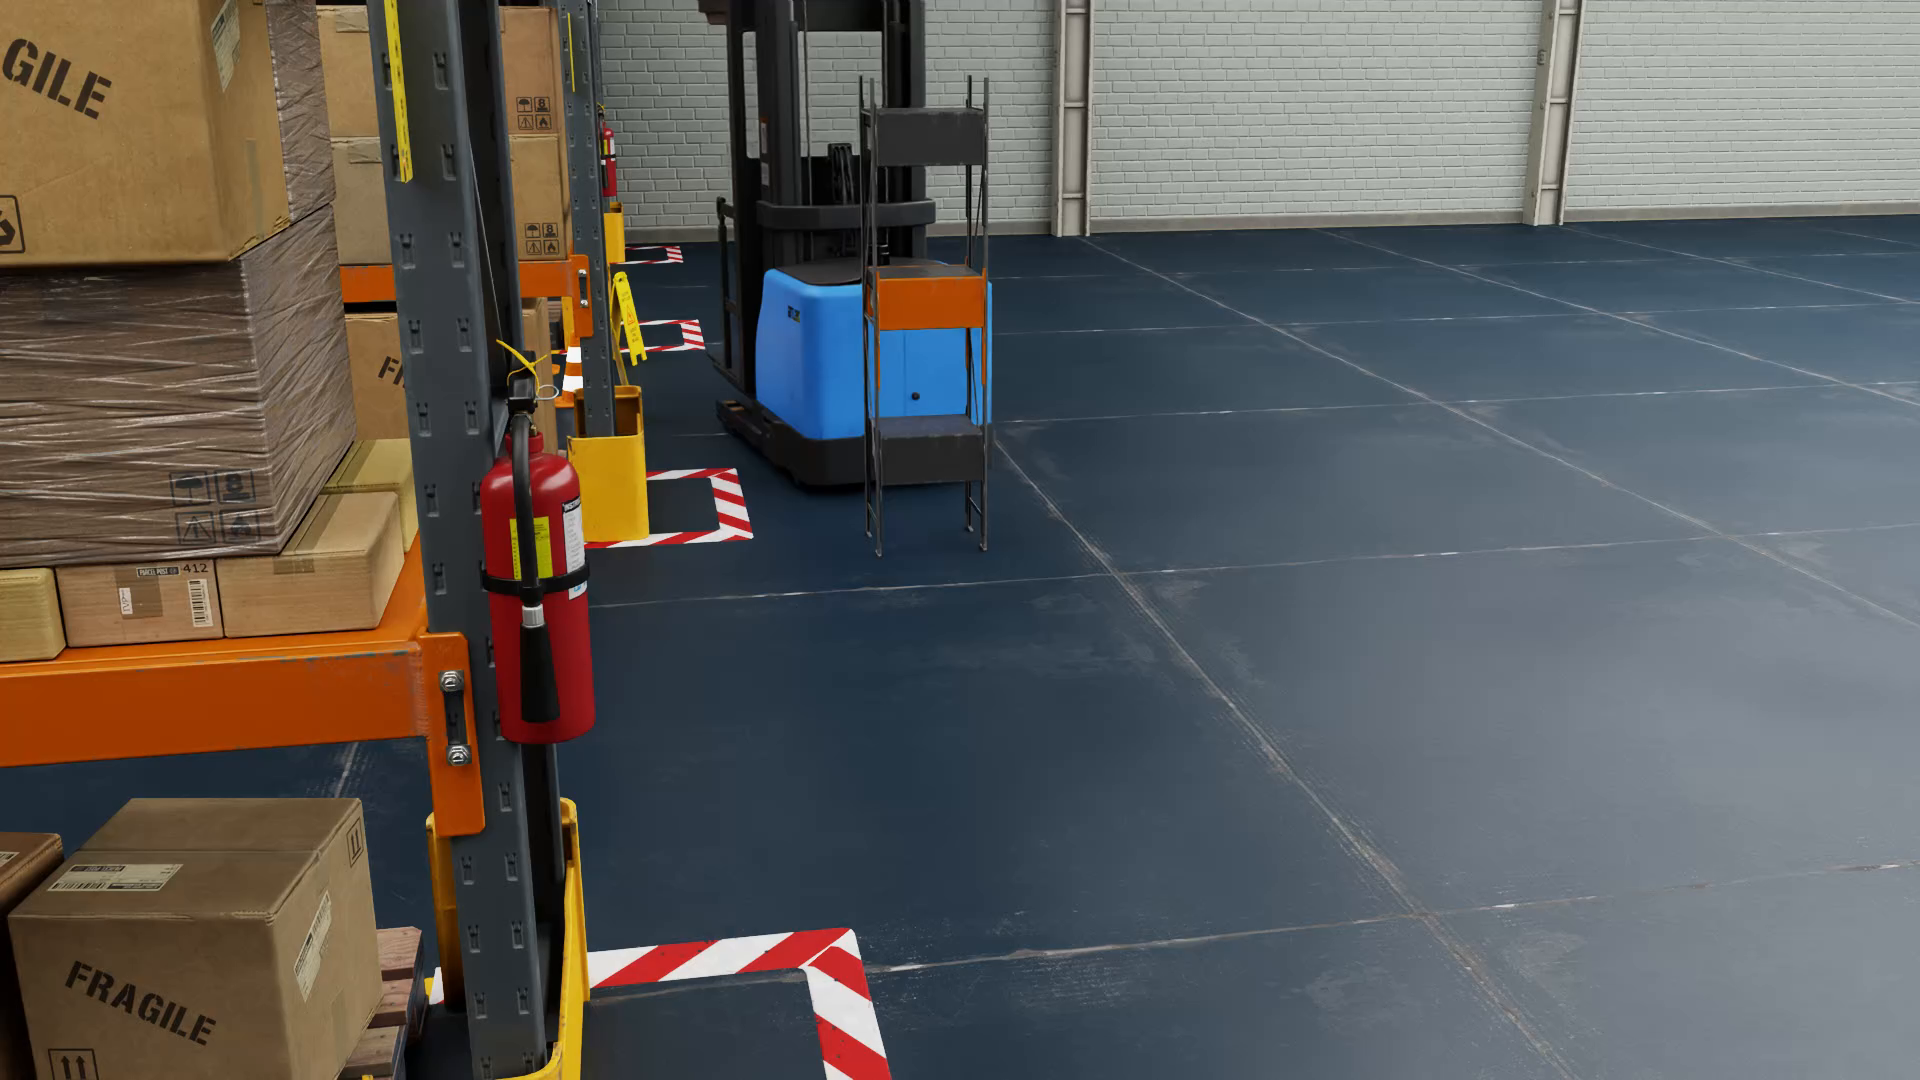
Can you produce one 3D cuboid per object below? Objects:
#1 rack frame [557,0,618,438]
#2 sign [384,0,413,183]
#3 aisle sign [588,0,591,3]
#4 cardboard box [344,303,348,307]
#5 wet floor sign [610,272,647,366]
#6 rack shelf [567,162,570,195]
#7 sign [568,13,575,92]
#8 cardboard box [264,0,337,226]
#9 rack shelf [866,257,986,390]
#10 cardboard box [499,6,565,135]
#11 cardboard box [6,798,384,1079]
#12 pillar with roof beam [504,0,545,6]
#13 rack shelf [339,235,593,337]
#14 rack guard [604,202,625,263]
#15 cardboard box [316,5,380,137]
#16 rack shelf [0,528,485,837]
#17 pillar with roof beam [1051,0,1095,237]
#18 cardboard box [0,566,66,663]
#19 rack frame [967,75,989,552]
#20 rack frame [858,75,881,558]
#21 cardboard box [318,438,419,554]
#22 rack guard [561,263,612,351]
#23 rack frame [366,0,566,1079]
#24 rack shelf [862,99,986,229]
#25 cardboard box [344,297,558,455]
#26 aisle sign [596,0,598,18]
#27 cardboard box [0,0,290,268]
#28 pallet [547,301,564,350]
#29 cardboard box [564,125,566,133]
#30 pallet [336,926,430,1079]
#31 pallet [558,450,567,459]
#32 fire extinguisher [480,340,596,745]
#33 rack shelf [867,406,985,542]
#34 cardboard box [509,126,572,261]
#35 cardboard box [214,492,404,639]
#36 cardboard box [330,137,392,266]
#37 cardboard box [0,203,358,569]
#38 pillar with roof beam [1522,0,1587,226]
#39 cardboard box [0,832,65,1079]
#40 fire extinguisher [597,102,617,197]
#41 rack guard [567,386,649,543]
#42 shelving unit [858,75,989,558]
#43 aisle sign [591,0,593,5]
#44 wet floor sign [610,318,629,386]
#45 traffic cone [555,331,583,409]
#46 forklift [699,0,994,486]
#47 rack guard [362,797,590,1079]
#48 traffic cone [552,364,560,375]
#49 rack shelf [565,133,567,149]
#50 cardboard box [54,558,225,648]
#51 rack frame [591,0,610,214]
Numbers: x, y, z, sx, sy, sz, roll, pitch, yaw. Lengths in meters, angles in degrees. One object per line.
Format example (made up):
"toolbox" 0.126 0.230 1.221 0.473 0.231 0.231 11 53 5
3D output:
"rack frame" -1.766 -1.593 7.890 0.127 3.000 1.000 -3 17 -10
"sign" -0.838 -0.701 2.475 0.005 0.325 0.100 -3 17 -10
"aisle sign" -1.639 -2.753 7.239 0.004 0.787 0.394 -3 17 -10
"cardboard box" -3.282 -0.672 7.793 0.875 0.875 0.875 -4 17 -11
"wet floor sign" -2.414 -1.591 11.893 0.232 0.644 0.267 3 17 9
"rack shelf" -4.768 -2.559 12.260 4.000 0.370 1.077 -3 17 -10
"sign" -1.676 -2.103 7.173 0.005 0.325 0.100 -3 17 -10
"cardboard box" -1.516 -0.873 3.167 0.500 0.500 0.500 -3 17 -10
"rack shelf" -0.163 -0.981 7.478 0.480 0.518 0.431 -3 17 -10
"cardboard box" -2.137 -2.171 7.678 0.550 0.550 0.875 -3 17 -10
"cardboard box" -1.540 0.867 3.424 0.500 0.500 0.500 0 17 0
"pillar with roof beam" -3.787 -6.293 12.974 0.400 9.000 9.100 -3 17 -10
"rack shelf" -3.729 -1.138 7.633 4.000 0.370 1.077 -3 17 -10
"rack guard" -3.726 -3.252 17.547 0.348 0.500 1.175 -3 17 -10
"cardboard box" -2.660 -2.114 7.492 0.550 0.550 0.875 -3 17 -10
"rack shelf" -2.888 0.298 2.959 4.000 0.370 1.077 -3 17 -10
"pillar with roof beam" 2.104 -6.627 14.062 0.400 9.000 9.100 -3 17 -10
"cardboard box" -1.646 0.080 2.869 0.250 0.149 0.380 -3 17 -10
"rack frame" 0.077 -1.008 7.518 0.015 2.100 0.400 -3 17 -10
"rack frame" -0.402 -0.981 7.429 0.015 2.100 0.400 -3 17 -10
"cardboard box" -1.249 -0.090 3.425 0.250 0.149 0.380 -3 17 -10
"rack guard" -2.878 -1.815 12.870 0.348 0.500 1.175 -3 17 -10
"rack frame" -0.924 -0.158 3.216 0.127 3.000 1.000 -3 17 -10
"rack shelf" -0.163 -1.651 7.272 0.480 0.518 0.431 -3 17 -10
"cardboard box" -2.419 -0.721 7.955 0.875 0.875 0.875 -3 17 -10
"aisle sign" -3.629 -5.607 16.530 0.004 0.787 0.394 -3 17 -10
"cardboard box" -1.417 -0.724 2.679 0.500 0.500 0.500 -3 17 -10
"pallet" -3.683 -1.642 12.799 1.213 0.211 1.003 -3 17 -10
"cardboard box" -4.182 -4.390 16.825 0.500 0.500 0.500 -4 17 -12
"pallet" -1.803 1.215 3.497 1.213 0.211 1.003 -3 17 -10
"pallet" -2.536 -0.193 8.081 1.213 0.211 1.003 -3 17 -10
"fire extinguisher" -0.724 0.006 2.816 0.183 0.674 0.296 -3 17 -10
"rack shelf" -0.163 -0.312 7.683 0.480 0.518 0.431 -3 17 -10
"cardboard box" -2.121 -1.631 7.758 0.550 0.550 0.875 -3 17 -10
"cardboard box" -1.165 0.038 3.007 0.250 0.149 0.380 -3 17 -10
"cardboard box" -2.657 -1.594 7.638 0.550 0.550 0.875 -3 17 -10
"cardboard box" -1.469 -0.325 3.084 0.500 0.500 0.875 -3 17 -10
"pillar with roof beam" 7.995 -6.961 15.150 0.400 9.000 9.100 -3 17 -10
"cardboard box" -2.121 0.910 3.283 0.500 0.500 0.500 1 17 4
"fire extinguisher" -2.604 -2.851 12.117 0.183 0.674 0.296 -3 17 -10
"rack guard" -1.742 -0.399 8.261 0.348 0.500 1.175 -3 17 -10
"shelving unit" -0.163 -0.995 7.474 0.503 2.100 0.431 -3 17 -10
"aisle sign" -1.753 -2.926 7.802 0.004 0.787 0.394 -3 17 -10
"wet floor sign" -2.113 -1.040 10.099 0.232 0.644 0.267 -6 18 -20
"traffic cone" -2.437 -1.105 10.621 0.334 0.463 0.336 -3 17 -10
"forklift" -0.827 -2.067 9.549 1.130 2.935 3.031 -7 18 -20
"rack guard" -0.998 1.042 3.569 0.348 0.500 1.175 -3 17 -10
"traffic cone" -2.981 -1.406 11.601 0.334 0.463 0.336 -3 17 -10
"rack shelf" -5.713 -3.990 16.918 4.000 0.370 1.077 -3 17 -10
"cardboard box" -1.410 0.052 2.963 0.250 0.149 0.380 -3 17 -10
"rack frame" -3.749 -4.445 17.175 0.127 3.000 1.000 -3 17 -10
